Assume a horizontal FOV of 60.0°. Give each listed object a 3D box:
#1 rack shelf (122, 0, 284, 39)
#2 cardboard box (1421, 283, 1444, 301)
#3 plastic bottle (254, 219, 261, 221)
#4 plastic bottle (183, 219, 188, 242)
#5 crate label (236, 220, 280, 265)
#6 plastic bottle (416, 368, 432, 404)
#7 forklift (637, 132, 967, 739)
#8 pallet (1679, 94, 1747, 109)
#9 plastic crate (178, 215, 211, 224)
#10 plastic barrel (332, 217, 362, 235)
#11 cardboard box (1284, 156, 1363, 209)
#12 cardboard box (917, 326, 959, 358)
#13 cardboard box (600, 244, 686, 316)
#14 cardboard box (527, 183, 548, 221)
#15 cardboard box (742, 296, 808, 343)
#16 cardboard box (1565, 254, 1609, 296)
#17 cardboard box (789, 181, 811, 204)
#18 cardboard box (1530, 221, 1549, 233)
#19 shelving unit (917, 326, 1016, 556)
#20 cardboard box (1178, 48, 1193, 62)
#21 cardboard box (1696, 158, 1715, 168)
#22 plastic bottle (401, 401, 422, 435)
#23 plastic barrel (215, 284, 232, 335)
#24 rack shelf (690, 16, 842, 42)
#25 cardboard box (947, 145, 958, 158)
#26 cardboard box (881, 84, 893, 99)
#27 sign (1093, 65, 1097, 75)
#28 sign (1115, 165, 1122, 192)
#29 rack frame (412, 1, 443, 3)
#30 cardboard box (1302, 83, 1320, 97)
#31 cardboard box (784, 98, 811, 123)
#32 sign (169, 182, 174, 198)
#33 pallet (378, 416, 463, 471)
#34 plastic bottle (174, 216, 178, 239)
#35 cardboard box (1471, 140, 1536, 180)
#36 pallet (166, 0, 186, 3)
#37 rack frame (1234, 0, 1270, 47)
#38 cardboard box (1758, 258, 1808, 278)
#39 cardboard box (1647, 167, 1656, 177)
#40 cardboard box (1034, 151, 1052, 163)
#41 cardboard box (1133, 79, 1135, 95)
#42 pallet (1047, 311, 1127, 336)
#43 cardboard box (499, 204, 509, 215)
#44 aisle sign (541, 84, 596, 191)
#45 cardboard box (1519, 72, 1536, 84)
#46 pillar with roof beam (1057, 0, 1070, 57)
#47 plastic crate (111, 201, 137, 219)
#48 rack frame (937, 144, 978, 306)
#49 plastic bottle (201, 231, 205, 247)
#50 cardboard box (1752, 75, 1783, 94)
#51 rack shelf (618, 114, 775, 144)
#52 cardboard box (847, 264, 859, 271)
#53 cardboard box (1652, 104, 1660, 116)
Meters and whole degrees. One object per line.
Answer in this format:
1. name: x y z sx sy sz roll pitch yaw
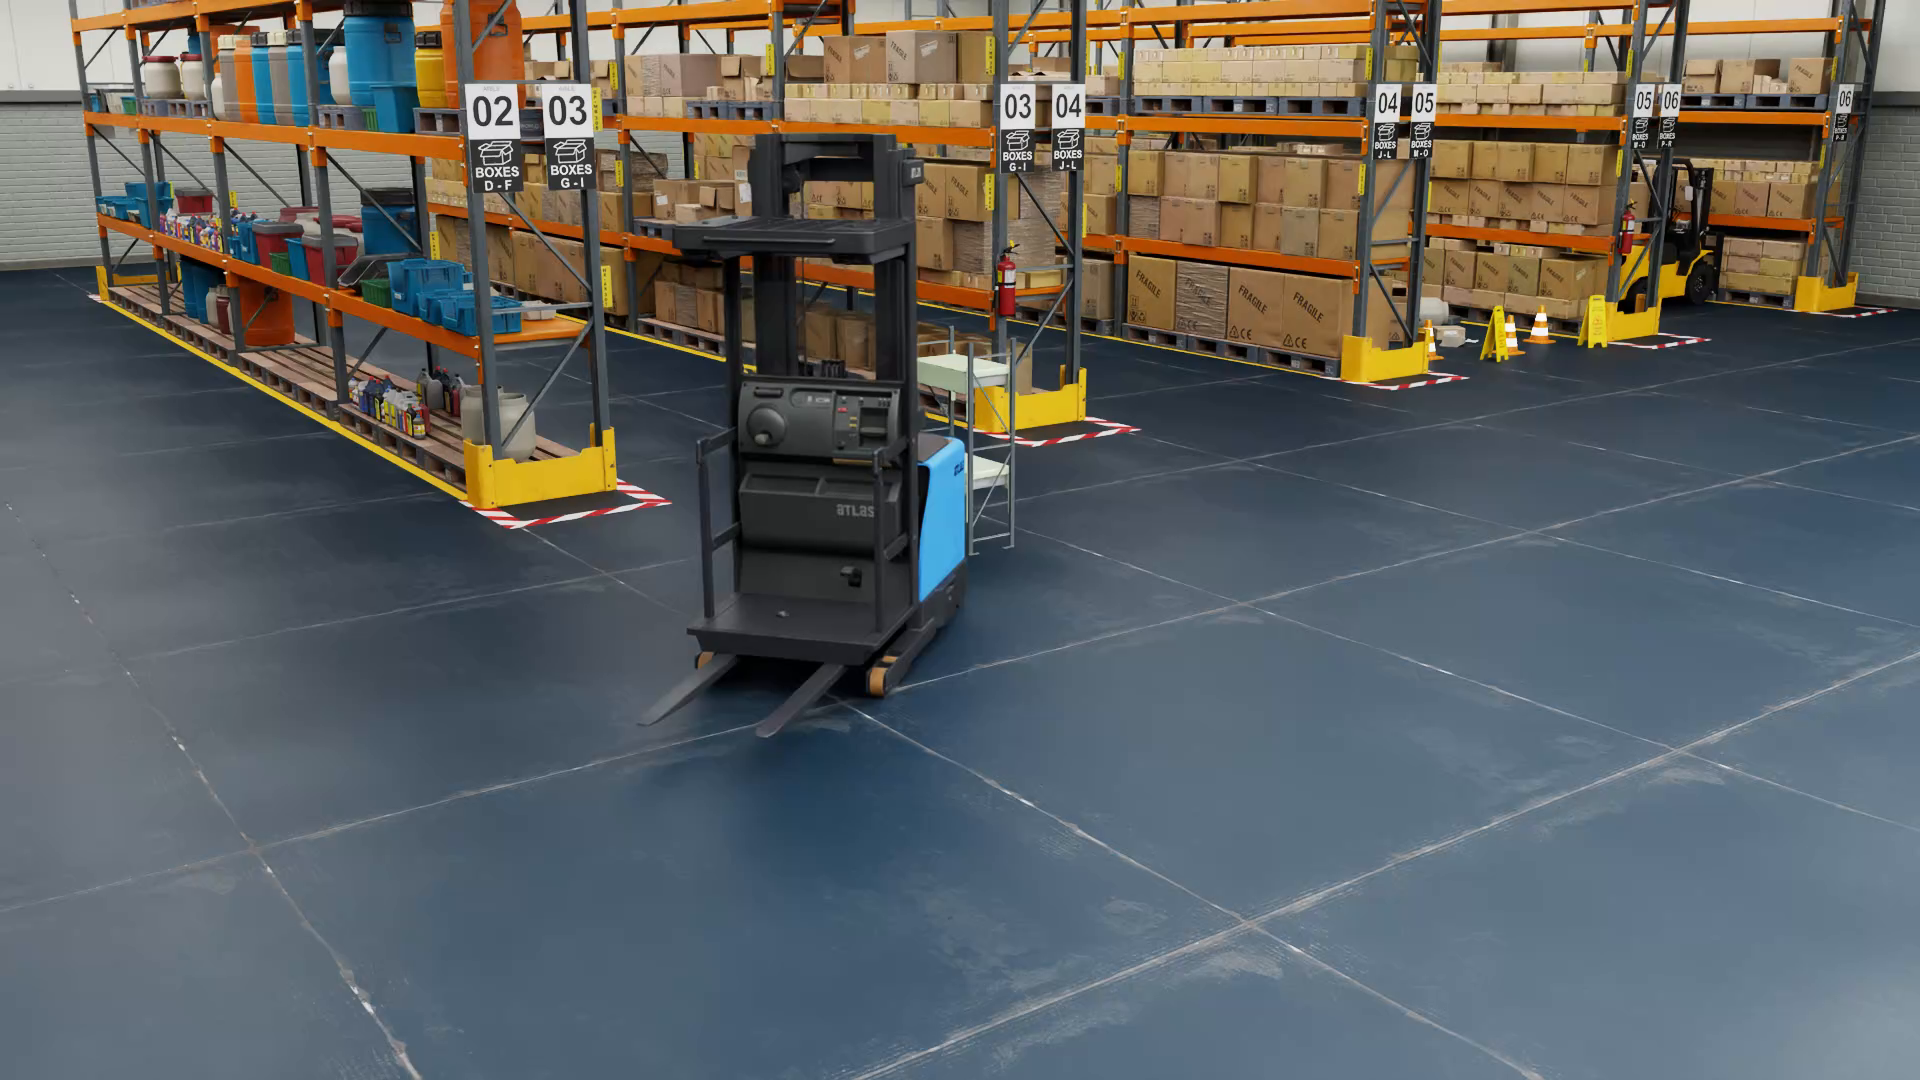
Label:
1. rack shelf: -9.151 -6.289 20.128 1.077 0.370 4.000 -11 19 -35
2. cardboard box: 6.851 -3.557 23.804 0.500 0.250 0.500 -10 18 -31
3. plastic bottle: -8.783 -3.887 20.831 0.152 0.276 0.135 -11 19 -35
4. plastic bottle: -9.636 -3.866 20.763 0.097 0.271 0.097 0 15 0
5. crate label: -7.610 -3.271 18.278 0.502 0.435 0.616 -11 19 -35
6. plastic bottle: -5.128 -1.473 15.962 0.144 0.351 0.185 -11 19 -35
7. forklift: -0.836 -0.677 8.997 1.130 2.935 3.031 4 16 15
8. pallet: 11.648 -6.698 25.352 1.003 0.211 1.213 -11 19 -35
9. plastic crate: -10.485 -4.386 22.803 0.396 0.136 0.243 -11 19 -35
10. plastic barrel: -6.440 -3.115 17.516 0.433 0.535 0.433 0 15 0
11. cardboard box: 4.222 -4.099 19.039 0.875 0.550 0.550 -11 19 -35
12. cardboard box: -0.350 -1.960 17.496 0.500 0.500 0.500 -9 18 -29
13. cardboard box: -4.358 -3.605 22.796 1.225 0.875 0.875 -12 19 -37
14. cardboard box: -5.956 -4.935 24.236 0.500 0.500 0.500 -11 19 -34
15. cardboard box: -2.226 -2.669 20.046 0.700 0.500 0.500 -11 19 -35
16. cardboard box: 8.486 -3.565 22.412 0.500 0.500 0.500 -12 19 -36
17. cardboard box: -1.558 -3.961 18.220 0.500 0.500 0.500 -11 19 -35
18. cardboard box: 7.810 -4.178 22.133 0.380 0.149 0.250 -10 18 -34
19. shelving unit: 0.004 -0.722 11.873 0.431 1.500 0.755 -11 19 -35
20. cardboard box: 2.843 -5.839 20.026 0.380 0.149 0.250 -11 19 -35
21. cardboard box: 11.476 -5.753 25.432 0.380 0.149 0.250 -11 19 -34
22. plastic bottle: -4.832 -1.081 14.668 0.152 0.276 0.135 -11 19 -34
23. plastic barrel: -8.940 -2.891 20.728 0.600 0.588 0.708 -11 19 -35
24. rack shelf: -3.425 -8.851 28.739 1.077 0.370 4.000 -11 19 -35
25. cardboard box: 0.014 -7.689 32.405 0.500 0.500 0.500 -11 19 -35
26. cardboard box: -0.563 -4.491 16.649 0.380 0.149 0.250 -12 19 -37
27. sign: 2.918 -10.079 35.881 0.100 0.325 0.005 -11 19 -35
28. sign: 2.022 -4.605 21.176 0.100 0.325 0.005 -11 19 -35
29. rack frame: -8.672 -8.879 27.470 1.000 3.000 0.127 -11 19 -35
30. cardboard box: 4.038 -5.020 18.546 0.380 0.149 0.250 -11 19 -34
31. cardboard box: -1.559 -4.661 18.027 0.500 0.250 0.500 -12 19 -37
32. sign: -12.243 -5.384 25.756 0.100 0.325 0.005 -11 19 -35
33. pallet: -4.540 -0.898 14.959 1.003 0.211 1.213 -11 19 -35
34. plastic bottle: -9.934 -3.972 21.127 0.061 0.283 0.133 -11 19 -35
35. cardboard box: 7.419 -5.186 22.696 0.700 0.500 0.500 -11 19 -35
36. pallet: -8.374 -6.277 19.078 1.213 0.211 1.003 -11 19 -35
37. rack frame: 5.708 -10.334 32.787 1.000 3.000 0.127 -11 19 -35
38. cardboard box: 12.225 -4.051 24.661 0.500 0.250 0.500 -11 19 -35
39. cardboard box: 10.954 -5.758 26.012 0.380 0.149 0.250 -11 19 -35
40. cardboard box: 1.261 -5.132 23.062 0.700 0.500 0.500 -11 19 -35
41. cardboard box: 2.302 -5.971 21.799 0.258 0.266 0.396 -11 19 -35
42. pallet: 1.940 -2.979 22.561 1.003 0.211 1.213 -11 19 -35
43. cardboard box: -6.765 -5.024 25.227 0.380 0.149 0.250 -11 19 -34
44. aisle sign: -2.992 -3.084 12.737 0.394 0.787 0.004 -11 19 -35
45. cardboard box: 7.650 -6.132 22.080 0.380 0.149 0.250 -12 19 -36
46. pillar with roof beam: -0.982 -11.236 36.081 9.100 9.000 0.400 -11 19 -35
47. plastic crate: -12.026 -4.780 24.061 0.416 0.233 0.300 -11 19 -35
48. rack frame: 0.103 -5.025 24.755 1.000 3.000 0.127 -11 19 -35
49. plastic bottle: -9.090 -3.634 20.048 0.097 0.201 0.097 0 15 0
50. cardboard box: 11.882 -6.695 24.442 0.396 0.266 0.258 -11 19 -34
51. rack shelf: -2.793 -4.950 20.159 1.077 0.370 4.000 -11 19 -35
52. cardboard box: -0.979 -2.946 17.633 0.380 0.149 0.250 -11 19 -35
53. cardboard box: 8.819 -5.554 21.479 0.380 0.149 0.250 -11 19 -34
